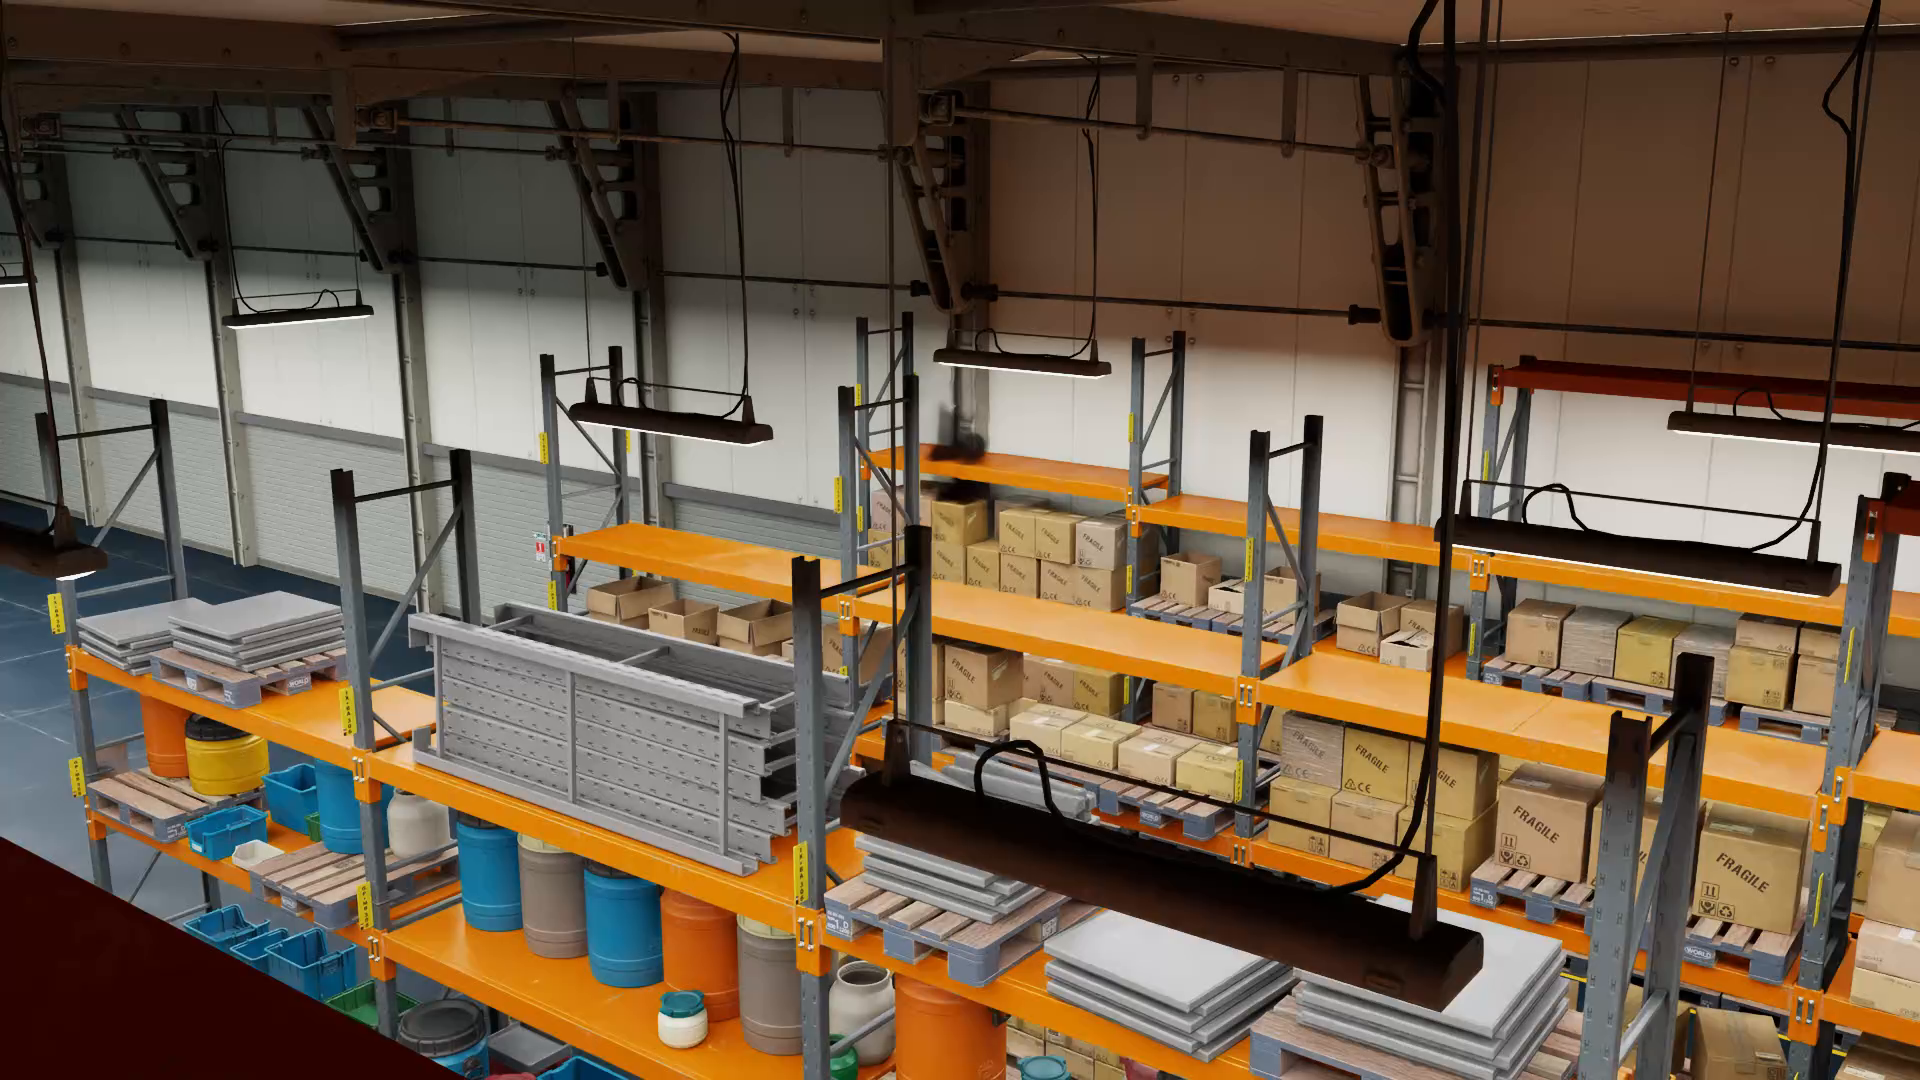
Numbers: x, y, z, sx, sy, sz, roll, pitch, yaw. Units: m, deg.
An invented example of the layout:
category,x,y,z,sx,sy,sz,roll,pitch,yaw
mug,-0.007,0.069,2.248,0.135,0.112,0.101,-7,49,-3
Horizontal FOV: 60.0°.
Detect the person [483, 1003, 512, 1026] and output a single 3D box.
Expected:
category,x,y,z,sx,sy,sz,roll,pitch,yaw
person,-4.066,3.930,14.690,0.709,1.708,0.575,8,15,30
